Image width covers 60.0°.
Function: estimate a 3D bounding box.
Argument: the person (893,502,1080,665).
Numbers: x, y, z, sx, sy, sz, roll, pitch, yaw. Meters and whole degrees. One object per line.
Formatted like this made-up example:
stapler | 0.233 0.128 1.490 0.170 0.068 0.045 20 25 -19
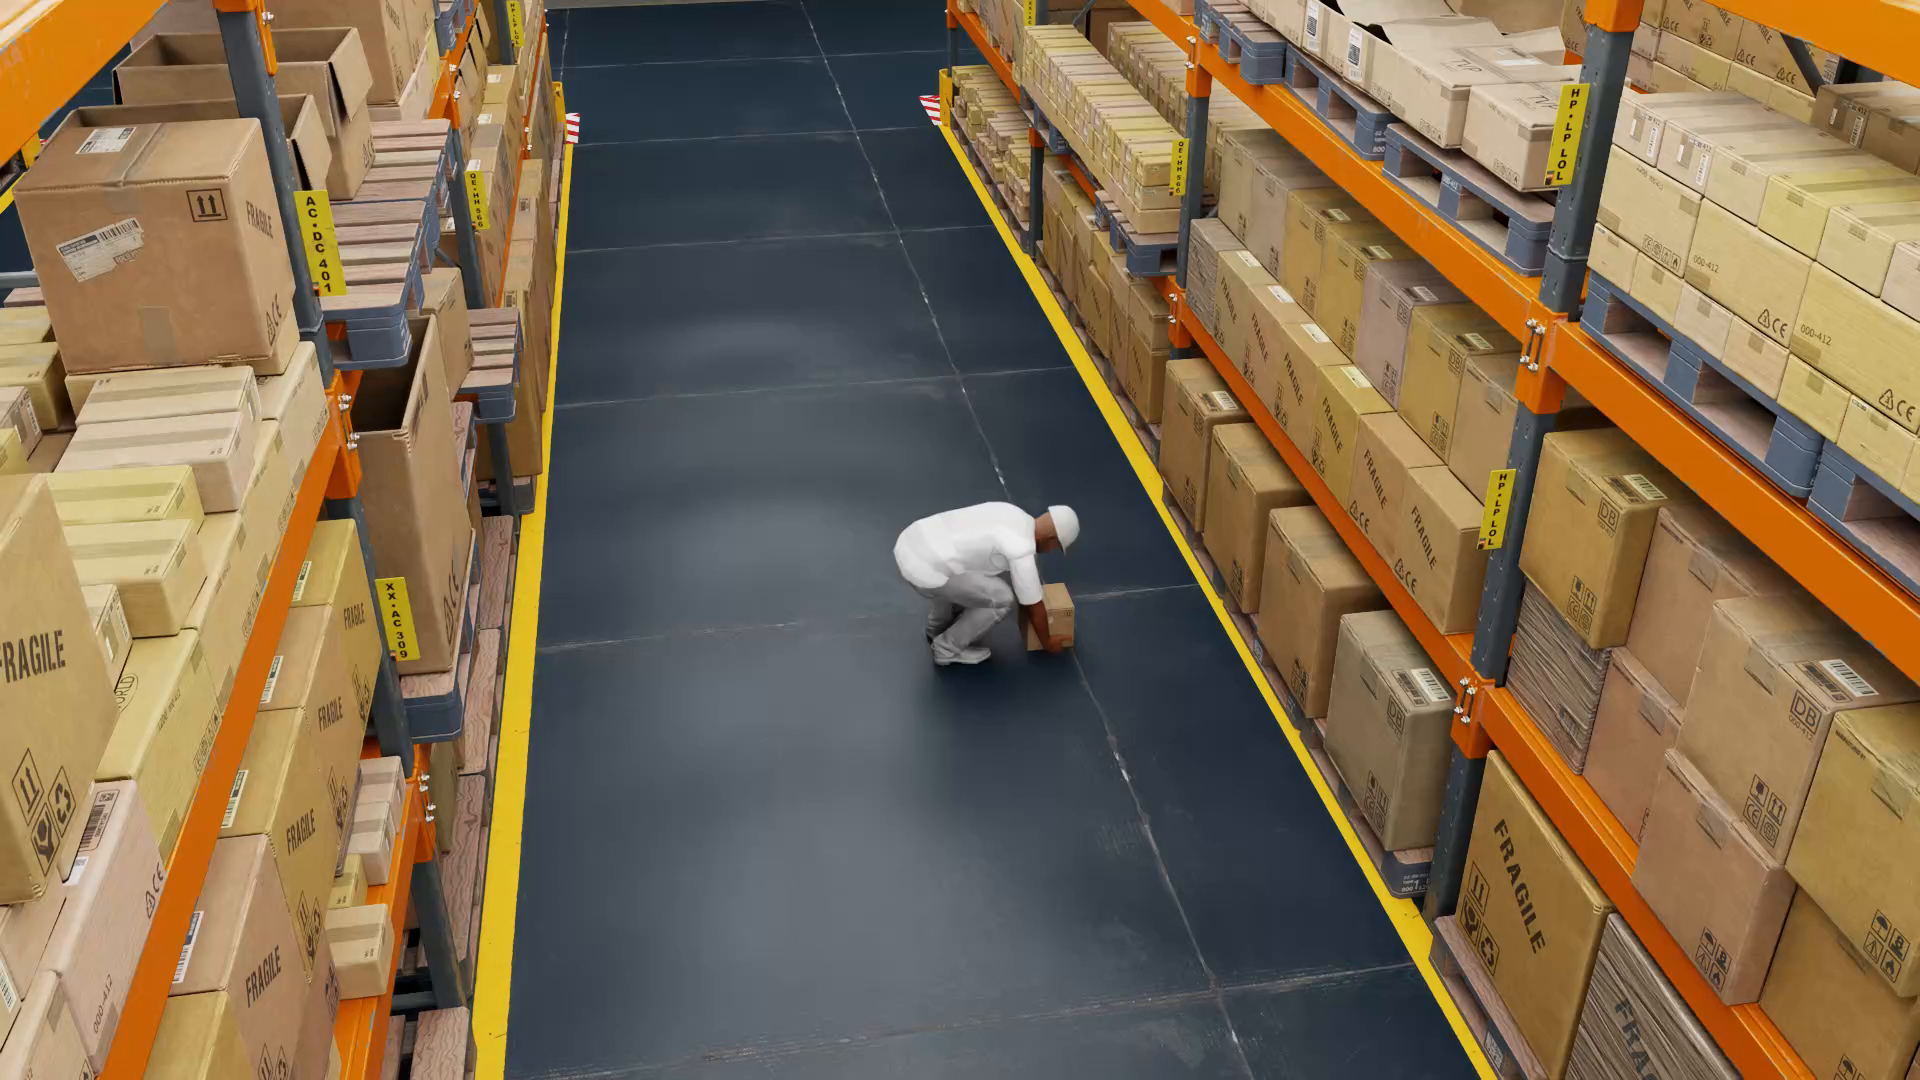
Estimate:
person | 0.147 0.201 8.735 0.977 0.828 0.519 -6 31 -10
